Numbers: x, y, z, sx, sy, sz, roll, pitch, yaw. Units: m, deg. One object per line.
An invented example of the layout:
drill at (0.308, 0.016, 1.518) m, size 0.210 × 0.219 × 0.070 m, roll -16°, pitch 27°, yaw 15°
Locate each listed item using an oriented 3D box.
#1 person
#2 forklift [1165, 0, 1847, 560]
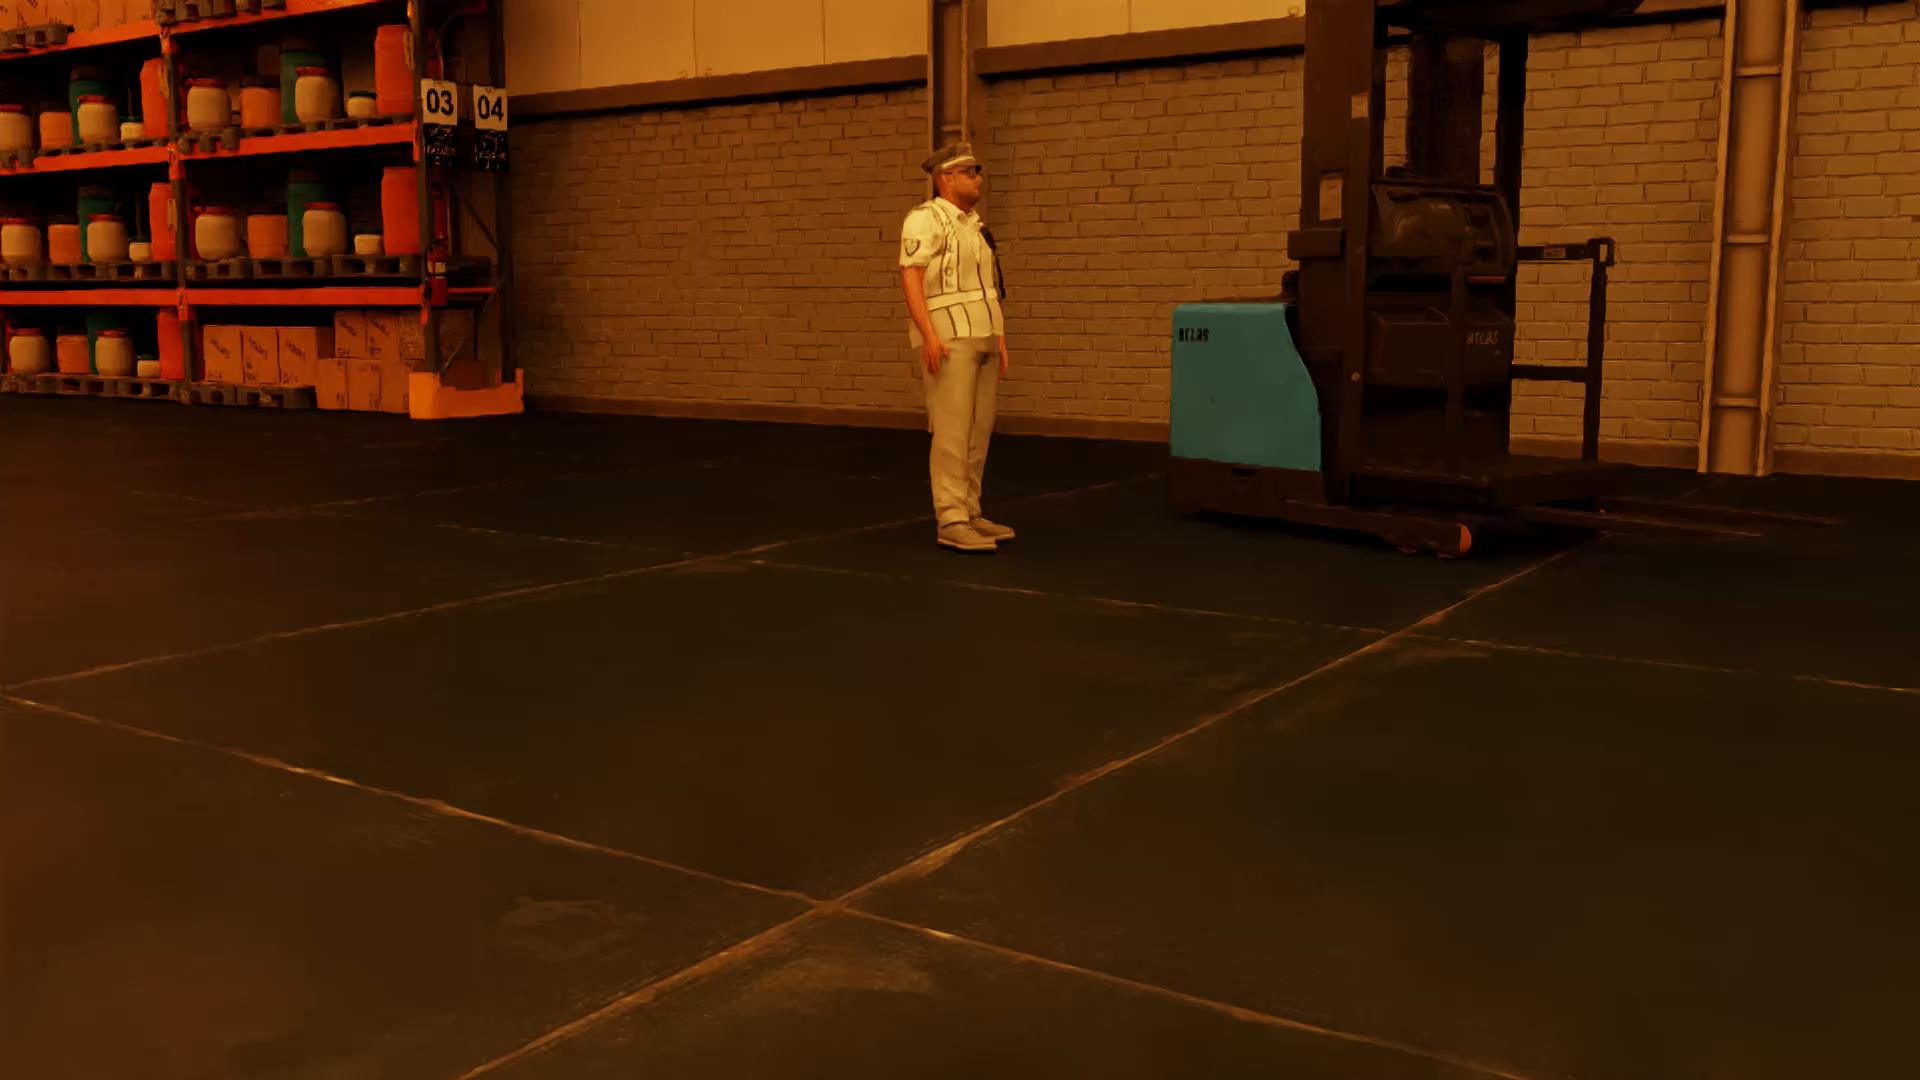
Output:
person at (0.058, -0.882, 7.424) m, size 0.574 × 1.781 × 0.640 m, roll 5°, pitch 10°, yaw 34°
forklift at (2.316, -1.445, 7.355) m, size 1.130 × 2.935 × 3.031 m, roll -6°, pitch 10°, yaw -36°
